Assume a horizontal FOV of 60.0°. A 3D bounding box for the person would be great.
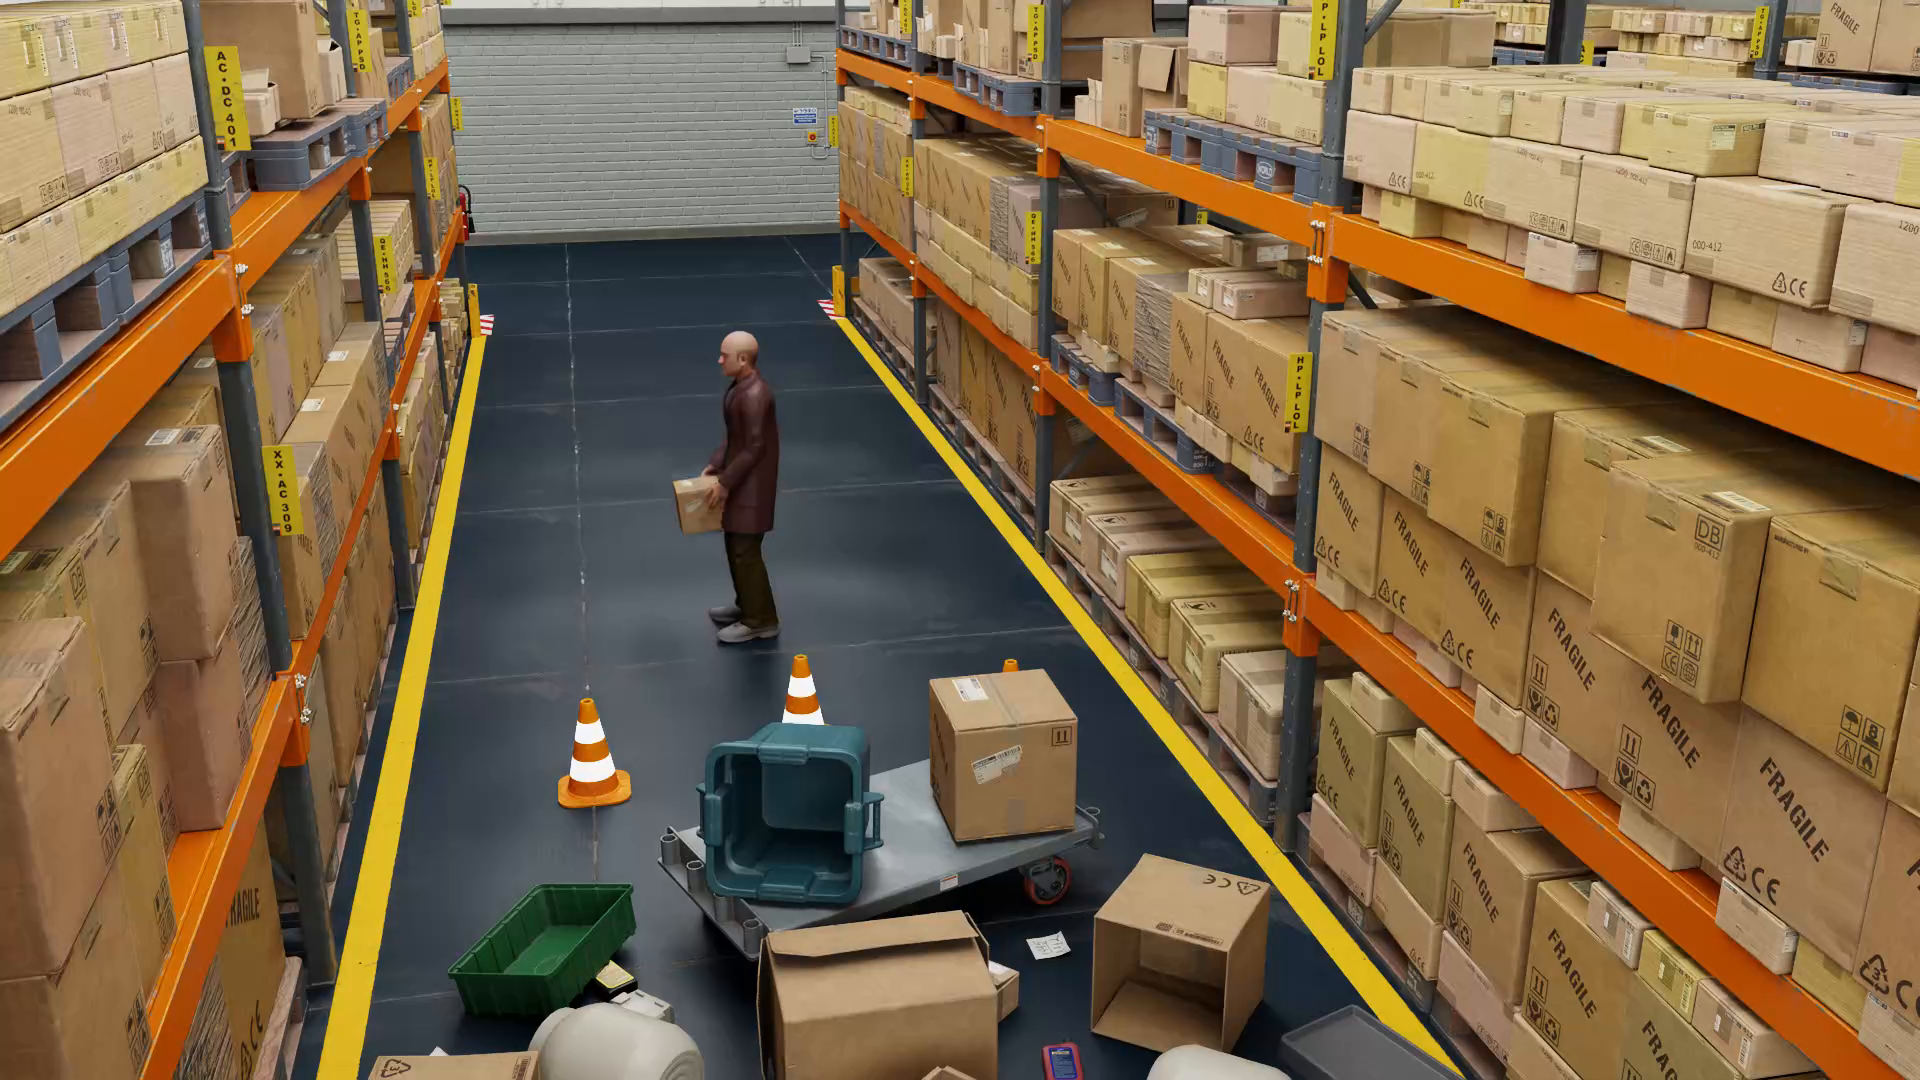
[{"bbox_3d":[-1.249,-0.311,9.466,0.443,1.781,0.579,-5,20,-14],"label":"person"}]
